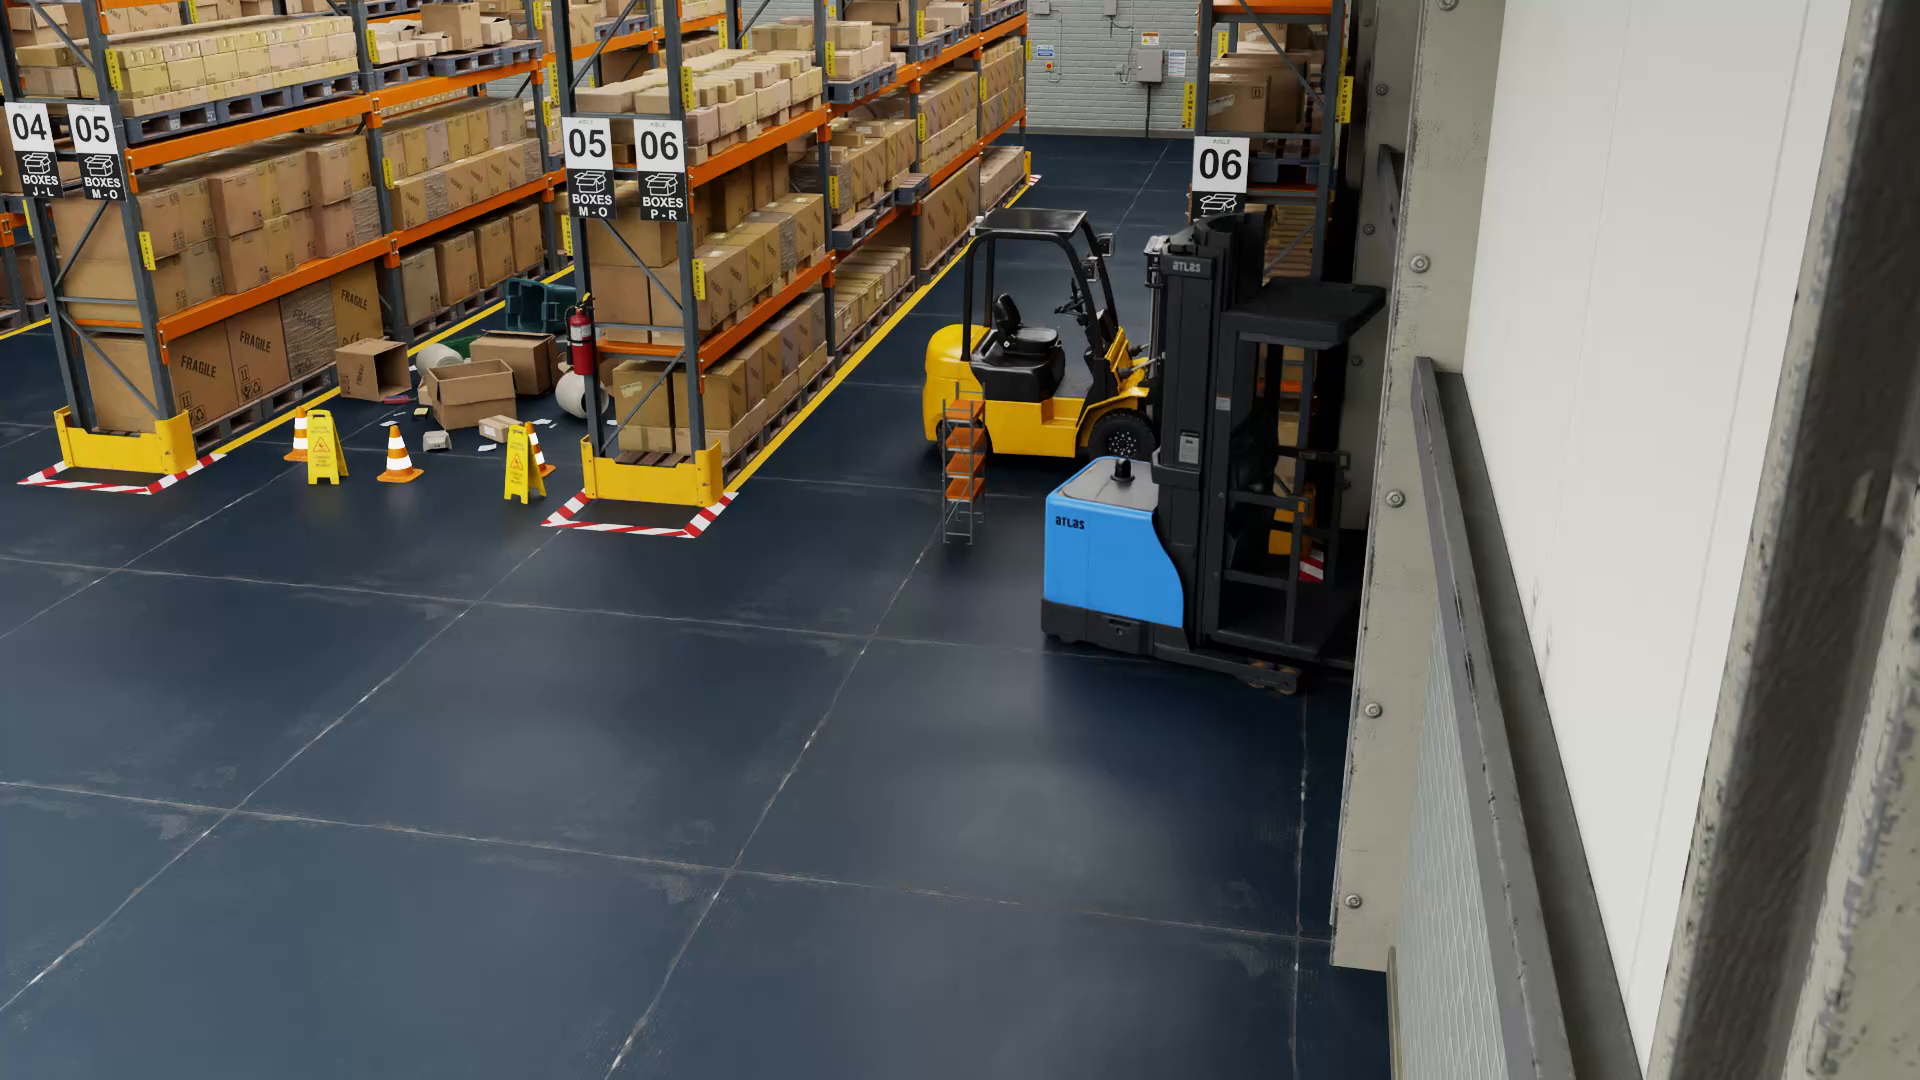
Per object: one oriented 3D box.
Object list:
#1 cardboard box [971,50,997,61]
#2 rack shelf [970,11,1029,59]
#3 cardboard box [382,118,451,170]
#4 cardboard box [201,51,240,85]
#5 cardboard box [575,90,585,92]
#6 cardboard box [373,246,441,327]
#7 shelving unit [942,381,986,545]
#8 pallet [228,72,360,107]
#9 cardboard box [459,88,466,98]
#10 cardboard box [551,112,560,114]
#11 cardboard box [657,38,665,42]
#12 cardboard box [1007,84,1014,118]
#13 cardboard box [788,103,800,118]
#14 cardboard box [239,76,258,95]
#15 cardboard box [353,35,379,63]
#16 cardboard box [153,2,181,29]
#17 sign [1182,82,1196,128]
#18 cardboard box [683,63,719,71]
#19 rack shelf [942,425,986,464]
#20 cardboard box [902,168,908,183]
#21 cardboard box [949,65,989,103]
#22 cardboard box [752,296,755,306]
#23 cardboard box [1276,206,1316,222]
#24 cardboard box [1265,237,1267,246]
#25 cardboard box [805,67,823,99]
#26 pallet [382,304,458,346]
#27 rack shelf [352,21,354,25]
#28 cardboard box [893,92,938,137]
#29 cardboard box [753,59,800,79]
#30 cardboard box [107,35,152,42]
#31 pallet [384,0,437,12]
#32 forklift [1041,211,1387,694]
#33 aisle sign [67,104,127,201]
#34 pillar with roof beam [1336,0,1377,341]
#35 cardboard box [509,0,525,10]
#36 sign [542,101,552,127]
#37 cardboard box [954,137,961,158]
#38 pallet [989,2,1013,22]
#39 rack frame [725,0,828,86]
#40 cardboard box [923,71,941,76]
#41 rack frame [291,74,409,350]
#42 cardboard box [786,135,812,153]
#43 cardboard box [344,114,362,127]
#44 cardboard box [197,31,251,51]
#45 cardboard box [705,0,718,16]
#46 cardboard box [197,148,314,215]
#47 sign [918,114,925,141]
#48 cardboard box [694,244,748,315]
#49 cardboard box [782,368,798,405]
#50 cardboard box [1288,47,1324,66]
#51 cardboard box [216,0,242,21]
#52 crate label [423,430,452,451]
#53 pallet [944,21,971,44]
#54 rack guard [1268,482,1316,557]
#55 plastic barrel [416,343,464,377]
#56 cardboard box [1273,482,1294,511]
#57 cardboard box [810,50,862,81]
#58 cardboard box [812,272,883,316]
[{"bbox_3d":[0.361,-7.414,25.437,0.380,0.149,0.250,4,22,9],"label":"cardboard box"},{"bbox_3d":[0.209,-7.923,25.990,1.077,0.370,4.000,4,22,11],"label":"rack shelf"},{"bbox_3d":[-6.396,-4.614,19.353,0.700,0.500,0.500,5,22,11],"label":"cardboard box"},{"bbox_3d":[-6.959,-4.314,15.172,0.500,0.250,0.500,4,22,10],"label":"cardboard box"},{"bbox_3d":[-5.647,-6.617,24.777,0.380,0.149,0.250,5,22,12],"label":"cardboard box"},{"bbox_3d":[-6.659,-2.934,19.103,1.050,0.750,0.750,4,22,11],"label":"cardboard box"},{"bbox_3d":[0.034,-0.617,13.310,0.258,1.200,0.503,4,22,11],"label":"shelving unit"},{"bbox_3d":[-6.875,-4.601,16.896,1.003,0.211,1.213,4,22,11],"label":"pallet"},{"bbox_3d":[-8.938,-7.893,29.304,0.380,0.149,0.250,5,22,11],"label":"cardboard box"},{"bbox_3d":[-5.491,-5.708,22.520,0.380,0.149,0.250,4,22,11],"label":"cardboard box"},{"bbox_3d":[-4.926,-7.882,27.068,0.500,0.500,0.500,4,22,9],"label":"cardboard box"},{"bbox_3d":[0.566,-7.076,26.804,0.500,0.500,0.500,5,22,12],"label":"cardboard box"},{"bbox_3d":[-1.763,-4.164,16.028,0.380,0.149,0.250,5,22,11],"label":"cardboard box"},{"bbox_3d":[-6.821,-4.258,15.566,0.380,0.149,0.250,5,22,11],"label":"cardboard box"},{"bbox_3d":[-6.710,-5.382,18.223,0.500,0.250,0.500,5,22,11],"label":"cardboard box"},{"bbox_3d":[-10.569,-6.903,21.690,0.500,0.500,0.500,5,22,12],"label":"cardboard box"},{"bbox_3d":[1.684,-3.180,12.171,0.100,0.325,0.005,4,22,11],"label":"sign"},{"bbox_3d":[-2.427,-4.282,15.256,0.380,0.149,0.250,4,22,10],"label":"cardboard box"},{"bbox_3d":[0.034,-0.762,13.252,0.258,0.148,0.480,4,22,11],"label":"rack shelf"},{"bbox_3d":[-0.843,-4.413,20.100,0.380,0.149,0.250,4,22,10],"label":"cardboard box"},{"bbox_3d":[0.136,-6.800,24.781,0.500,0.500,0.500,5,22,11],"label":"cardboard box"},{"bbox_3d":[-2.092,-2.210,15.191,0.380,0.149,0.250,5,23,13],"label":"cardboard box"},{"bbox_3d":[3.127,-2.990,15.394,0.380,0.149,0.250,4,22,10],"label":"cardboard box"},{"bbox_3d":[2.593,-2.544,15.551,0.500,0.500,0.500,5,22,12],"label":"cardboard box"},{"bbox_3d":[-1.658,-4.486,16.294,0.500,0.250,0.500,4,22,10],"label":"cardboard box"},{"bbox_3d":[-6.614,-2.543,19.416,1.003,0.211,1.213,4,22,11],"label":"pallet"},{"bbox_3d":[-10.308,-7.216,24.234,1.077,0.370,4.000,4,22,11],"label":"rack shelf"},{"bbox_3d":[-0.583,-5.525,21.616,0.500,0.500,0.500,5,22,11],"label":"cardboard box"},{"bbox_3d":[-1.725,-4.427,15.613,0.380,0.149,0.250,5,22,12],"label":"cardboard box"},{"bbox_3d":[-7.569,-4.492,15.080,0.380,0.149,0.250,5,22,11],"label":"cardboard box"},{"bbox_3d":[-9.472,-8.983,27.777,1.003,0.211,1.213,4,22,11],"label":"pallet"},{"bbox_3d":[2.118,-0.576,10.892,3.031,2.935,1.130,11,24,25],"label":"forklift"},{"bbox_3d":[-7.235,-3.243,13.941,0.394,0.787,0.004,4,22,11],"label":"aisle sign"},{"bbox_3d":[0.247,-6.860,18.371,9.100,9.000,0.400,4,22,11],"label":"pillar with roof beam"},{"bbox_3d":[-5.963,-7.161,21.976,0.396,0.266,0.258,4,22,11],"label":"cardboard box"},{"bbox_3d":[-5.337,-5.508,21.495,0.100,0.325,0.005,4,22,11],"label":"sign"},{"bbox_3d":[-0.270,-5.512,23.256,0.500,0.250,0.500,4,22,9],"label":"cardboard box"},{"bbox_3d":[0.230,-8.228,25.902,1.003,0.211,1.213,4,22,11],"label":"pallet"},{"bbox_3d":[-1.831,-5.991,16.215,1.000,3.000,0.127,4,22,11],"label":"rack frame"},{"bbox_3d":[-0.570,-6.505,24.049,0.500,0.500,0.500,5,22,12],"label":"cardboard box"},{"bbox_3d":[-6.698,-3.549,18.181,1.000,3.000,0.127,4,22,11],"label":"rack frame"},{"bbox_3d":[-1.830,-4.328,18.152,0.380,0.149,0.250,4,22,9],"label":"cardboard box"},{"bbox_3d":[-9.728,-6.744,25.981,0.500,0.500,0.500,5,22,11],"label":"cardboard box"},{"bbox_3d":[-6.822,-4.628,15.418,0.380,0.149,0.250,5,22,12],"label":"cardboard box"},{"bbox_3d":[-4.294,-8.705,27.170,0.500,0.250,0.500,5,23,13],"label":"cardboard box"},{"bbox_3d":[-7.050,-3.590,16.636,0.875,0.550,0.550,4,22,11],"label":"cardboard box"},{"bbox_3d":[-0.482,-5.134,20.672,0.100,0.325,0.005,4,22,11],"label":"sign"},{"bbox_3d":[-2.177,-2.272,14.477,0.500,0.500,0.500,5,23,13],"label":"cardboard box"},{"bbox_3d":[-1.896,-1.510,16.237,0.500,0.250,0.500,5,22,12],"label":"cardboard box"},{"bbox_3d":[3.721,-5.201,17.884,0.380,0.166,0.250,4,22,11],"label":"cardboard box"},{"bbox_3d":[-10.572,-7.610,23.554,0.500,0.500,0.500,6,23,14],"label":"cardboard box"},{"bbox_3d":[-4.879,-0.926,15.499,0.250,0.136,0.298,-7,23,-17],"label":"crate label"},{"bbox_3d":[-0.338,-7.098,23.234,0.805,0.209,1.217,4,22,9],"label":"pallet"},{"bbox_3d":[2.208,-0.200,13.212,1.175,0.500,0.348,4,22,11],"label":"rack guard"},{"bbox_3d":[-5.427,-1.822,17.341,0.421,0.421,0.512,-16,27,-35],"label":"plastic barrel"},{"bbox_3d":[2.504,-0.453,13.611,0.500,0.250,0.500,5,22,11],"label":"cardboard box"},{"bbox_3d":[-1.319,-4.908,17.179,0.500,0.250,0.500,4,22,9],"label":"cardboard box"},{"bbox_3d":[-1.443,-2.894,19.510,0.950,0.372,0.625,5,23,13],"label":"cardboard box"}]
